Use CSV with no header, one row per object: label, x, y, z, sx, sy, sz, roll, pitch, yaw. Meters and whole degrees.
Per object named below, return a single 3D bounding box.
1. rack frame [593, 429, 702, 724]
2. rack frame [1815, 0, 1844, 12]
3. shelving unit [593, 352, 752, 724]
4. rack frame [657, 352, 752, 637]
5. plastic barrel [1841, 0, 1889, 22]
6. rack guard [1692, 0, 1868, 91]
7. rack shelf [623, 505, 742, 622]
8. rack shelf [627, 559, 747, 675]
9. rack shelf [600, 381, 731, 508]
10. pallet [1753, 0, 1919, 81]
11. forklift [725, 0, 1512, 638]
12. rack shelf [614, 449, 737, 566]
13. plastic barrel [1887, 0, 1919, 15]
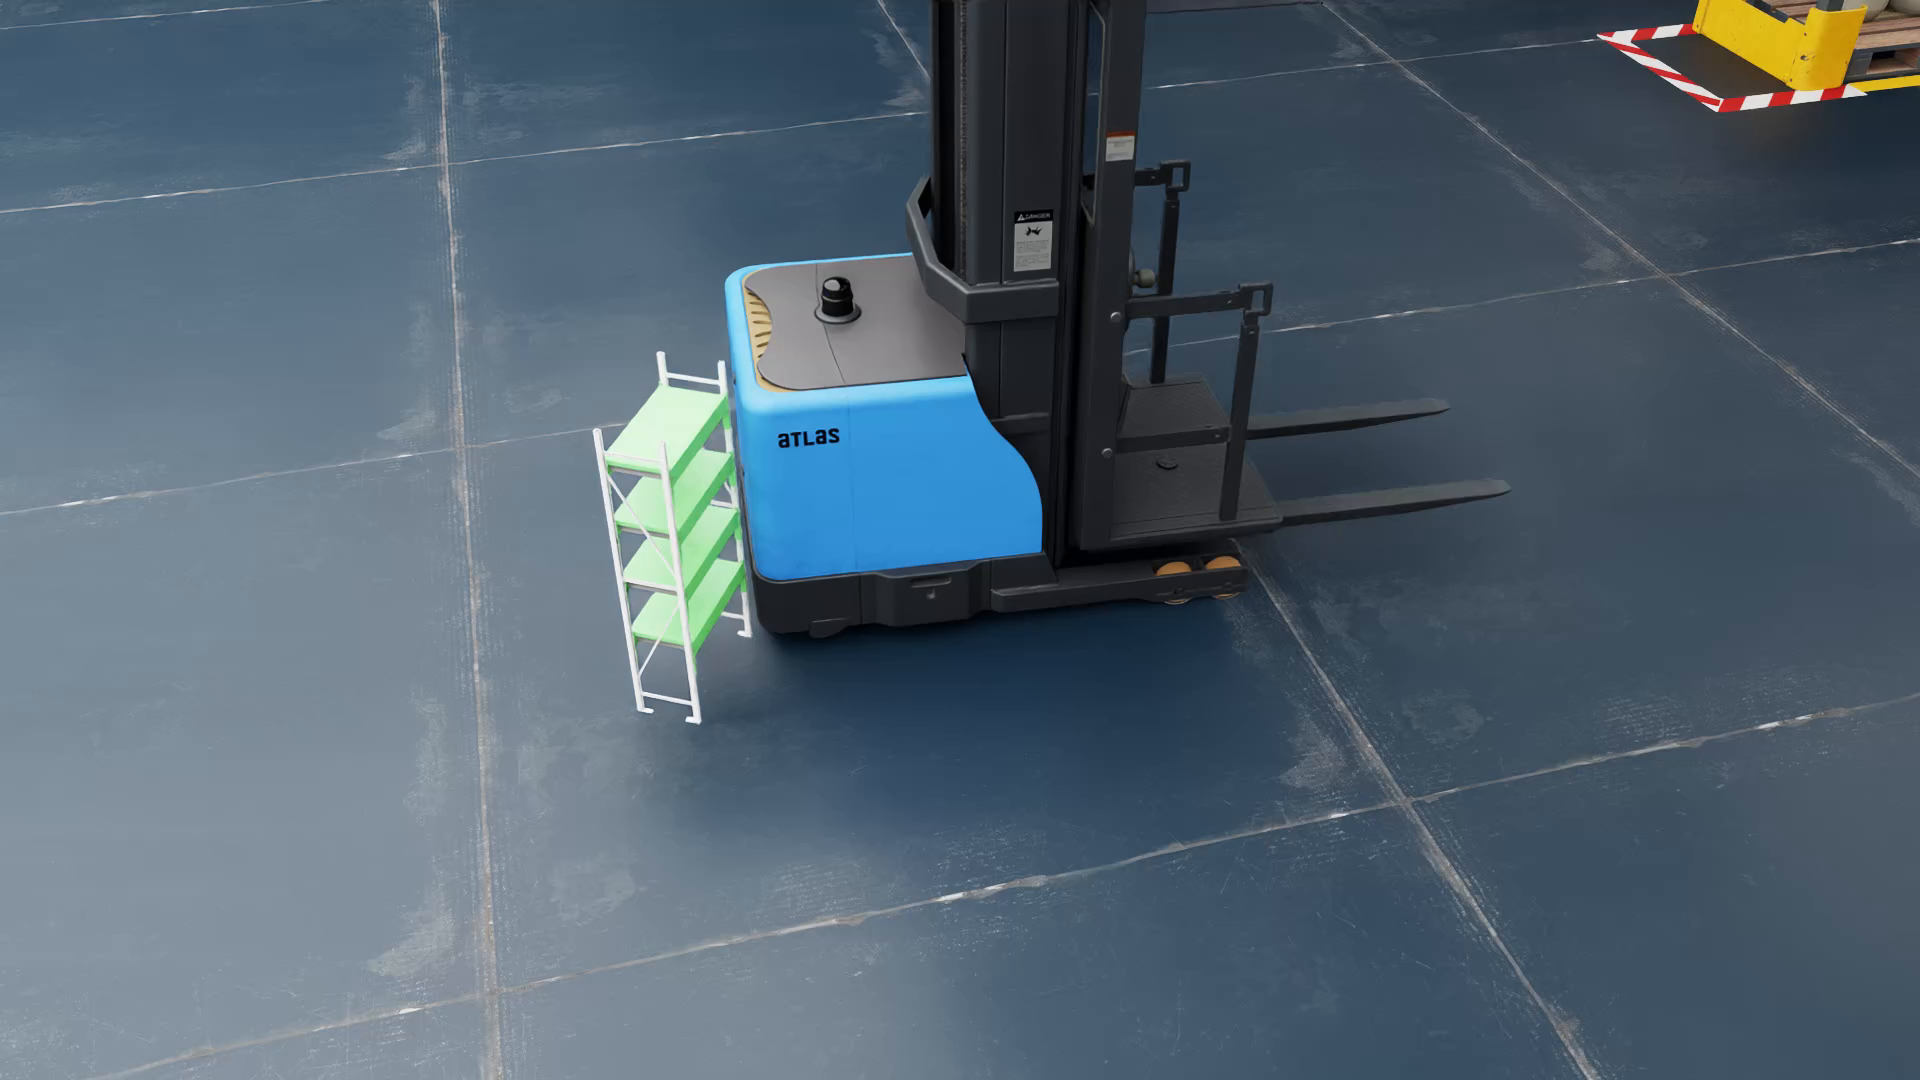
rack frame,-1.036,0.150,5.566,0.240,1.200,0.015,10,38,13
rack frame,5.209,-4.327,9.938,0.127,3.000,1.000,-9,38,-12
shelving unit,-0.969,0.008,5.752,0.258,1.200,0.503,10,38,13
rack frame,-0.903,-0.135,5.939,0.240,1.200,0.015,10,38,13
plastic barrel,5.825,-3.655,10.761,0.421,0.512,0.421,0,37,0
rack guard,5.271,-3.374,10.749,0.348,0.500,1.175,-9,38,-12
rack shelf,-0.969,0.059,5.791,0.258,0.148,0.480,10,38,13
rack shelf,-0.969,0.249,5.937,0.258,0.148,0.480,10,38,13
rack shelf,-0.969,-0.323,5.499,0.258,0.148,0.480,10,38,13
pallet,6.056,-3.385,11.001,1.213,0.211,1.003,-9,38,-12
forklift,0.658,-1.225,5.939,3.031,2.935,1.130,-6,38,-8
rack shelf,-0.969,-0.132,5.645,0.258,0.148,0.480,10,38,13
plastic barrel,6.309,-3.734,10.865,0.421,0.512,0.421,0,37,0
